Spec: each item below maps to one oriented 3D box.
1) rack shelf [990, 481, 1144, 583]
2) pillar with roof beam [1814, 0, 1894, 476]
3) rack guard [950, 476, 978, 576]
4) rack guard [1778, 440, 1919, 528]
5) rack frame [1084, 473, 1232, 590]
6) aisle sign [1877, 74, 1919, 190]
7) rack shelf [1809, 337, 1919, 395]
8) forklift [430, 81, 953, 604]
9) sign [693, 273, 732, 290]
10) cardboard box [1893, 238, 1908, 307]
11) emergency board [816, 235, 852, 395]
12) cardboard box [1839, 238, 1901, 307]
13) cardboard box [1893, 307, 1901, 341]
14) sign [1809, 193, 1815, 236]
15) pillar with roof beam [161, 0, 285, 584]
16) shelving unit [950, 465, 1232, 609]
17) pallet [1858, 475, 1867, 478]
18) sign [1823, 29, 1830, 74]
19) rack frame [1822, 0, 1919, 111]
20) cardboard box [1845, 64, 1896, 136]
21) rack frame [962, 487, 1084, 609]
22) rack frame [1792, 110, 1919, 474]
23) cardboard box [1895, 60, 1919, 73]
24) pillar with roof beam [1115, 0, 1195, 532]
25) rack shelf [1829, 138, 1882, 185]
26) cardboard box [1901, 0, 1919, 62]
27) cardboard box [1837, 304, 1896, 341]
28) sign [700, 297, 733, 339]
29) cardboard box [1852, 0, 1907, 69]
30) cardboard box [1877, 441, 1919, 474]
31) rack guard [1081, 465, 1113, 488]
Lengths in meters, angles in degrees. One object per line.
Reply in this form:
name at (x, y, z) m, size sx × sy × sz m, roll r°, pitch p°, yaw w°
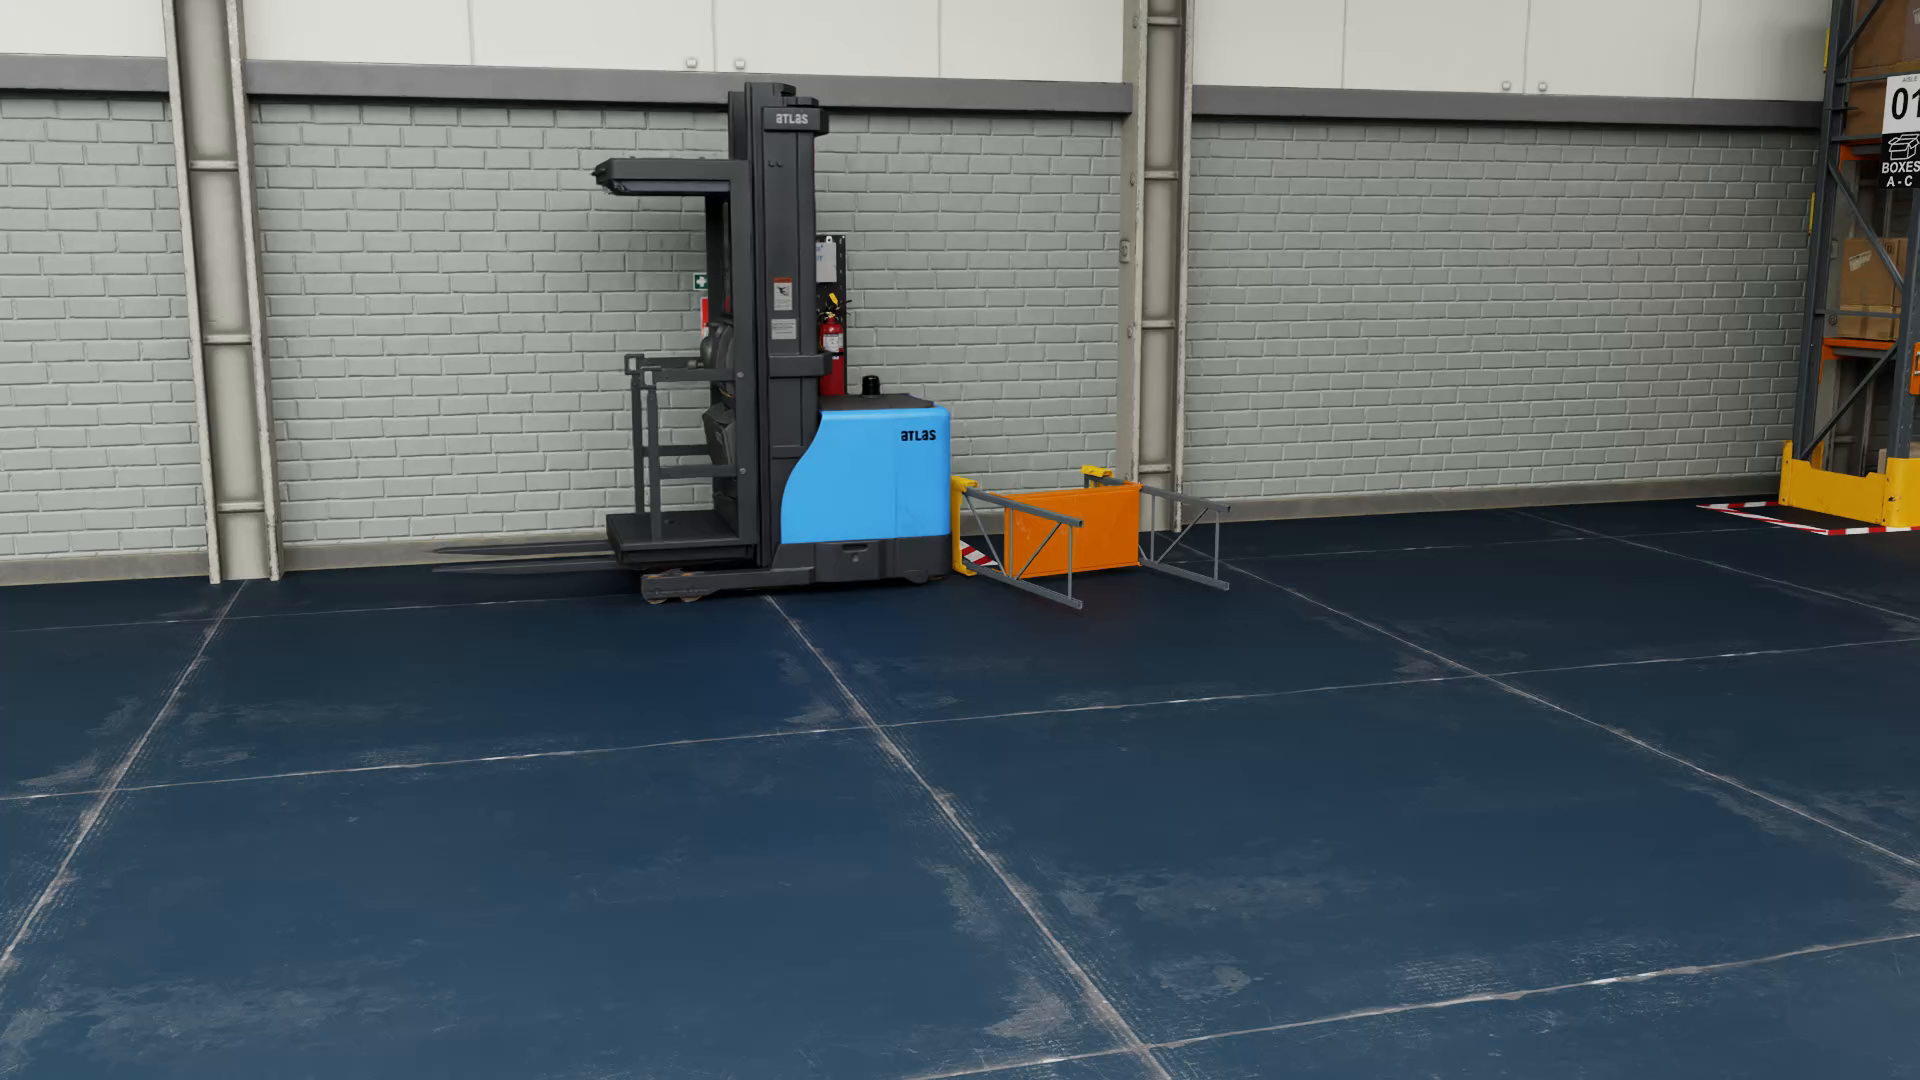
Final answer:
rack shelf at (0.656, -0.060, 10.179) m, size 1.000 × 0.538 × 0.185 m, roll -6°, pitch 12°, yaw -28°
pillar with roof beam at (8.315, -4.056, 8.724) m, size 0.400 × 9.000 × 9.100 m, roll -3°, pitch 11°, yaw -16°
rack guard at (0.013, -0.090, 10.329) m, size 0.087 × 0.587 × 0.250 m, roll -6°, pitch 12°, yaw -28°
rack guard at (6.754, -0.443, 12.570) m, size 0.348 × 0.500 × 1.175 m, roll -3°, pitch 11°, yaw -16°
rack frame at (1.188, -0.076, 10.267) m, size 0.032 × 0.500 × 1.500 m, roll -6°, pitch 12°, yaw -28°
aisle sign at (6.696, -2.891, 11.785) m, size 0.004 × 0.787 × 0.394 m, roll -3°, pitch 11°, yaw -16°
rack shelf at (8.601, -1.416, 12.938) m, size 4.000 × 0.370 × 1.077 m, roll -3°, pitch 11°, yaw -16°
forklift at (-1.620, -1.180, 9.863) m, size 3.031 × 2.935 × 1.130 m, roll -3°, pitch 11°, yaw -16°
sign at (-1.586, -1.699, 10.927) m, size 0.331 × 0.109 × 0.001 m, roll -3°, pitch 11°, yaw -16°
cardboard box at (7.224, -1.945, 12.114) m, size 0.500 × 0.500 × 0.500 m, roll -3°, pitch 11°, yaw -16°
emergency board at (-1.033, -1.432, 11.040) m, size 0.643 × 1.169 × 0.194 m, roll -3°, pitch 11°, yaw -16°
cardboard box at (7.074, -2.034, 12.597) m, size 0.500 × 0.500 × 0.500 m, roll -3°, pitch 11°, yaw -17°
cardboard box at (7.238, -1.574, 12.169) m, size 0.500 × 0.250 × 0.500 m, roll -3°, pitch 11°, yaw -18°
sign at (6.545, -2.491, 12.719) m, size 0.005 × 0.325 × 0.100 m, roll -3°, pitch 11°, yaw -16°
pillar with roof beam at (-3.207, -3.449, 5.425) m, size 0.400 × 9.000 × 9.100 m, roll -3°, pitch 11°, yaw -16°
shelving unit at (0.751, -0.032, 10.029) m, size 1.083 × 0.587 × 1.500 m, roll -6°, pitch 12°, yaw -28°
pallet at (7.544, -0.336, 12.786) m, size 1.213 × 0.211 × 1.003 m, roll -3°, pitch 11°, yaw -16°
sign at (6.545, -3.676, 12.501) m, size 0.005 × 0.325 × 0.100 m, roll -3°, pitch 11°, yaw -16°
rack frame at (6.681, -4.619, 11.780) m, size 0.127 × 3.000 × 1.000 m, roll -3°, pitch 11°, yaw -16°
cardboard box at (7.011, -3.268, 12.394) m, size 0.500 × 0.500 × 0.500 m, roll -2°, pitch 11°, yaw -12°
rack frame at (0.299, 0.014, 9.782) m, size 0.032 × 0.500 × 1.500 m, roll -6°, pitch 12°, yaw -28°
rack frame at (6.681, -1.668, 12.323) m, size 0.127 × 3.000 × 1.000 m, roll -3°, pitch 11°, yaw -16°
cardboard box at (7.072, -3.176, 11.897) m, size 0.500 × 0.500 × 0.500 m, roll -3°, pitch 11°, yaw -14°
pillar with roof beam at (2.554, -3.752, 7.075) m, size 0.400 × 9.000 × 9.100 m, roll -3°, pitch 11°, yaw -16°
rack shelf at (8.601, -2.891, 12.666) m, size 4.000 × 0.370 × 1.077 m, roll -3°, pitch 11°, yaw -16°
cardboard box at (7.119, -3.671, 11.827) m, size 0.500 × 0.500 × 0.500 m, roll -4°, pitch 11°, yaw -20°
cardboard box at (7.076, -1.662, 12.646) m, size 0.500 × 0.250 × 0.500 m, roll -3°, pitch 11°, yaw -15°
sign at (-1.592, -1.439, 10.982) m, size 0.234 × 0.329 × 0.001 m, roll -3°, pitch 11°, yaw -16°
cardboard box at (7.022, -3.761, 12.316) m, size 0.500 × 0.500 × 0.500 m, roll -3°, pitch 11°, yaw -13°
cardboard box at (7.371, -0.582, 12.632) m, size 0.500 × 0.311 × 0.500 m, roll -4°, pitch 11°, yaw -22°
rack guard at (0.884, -0.178, 10.803) m, size 0.087 × 0.587 × 0.250 m, roll -6°, pitch 12°, yaw -28°
